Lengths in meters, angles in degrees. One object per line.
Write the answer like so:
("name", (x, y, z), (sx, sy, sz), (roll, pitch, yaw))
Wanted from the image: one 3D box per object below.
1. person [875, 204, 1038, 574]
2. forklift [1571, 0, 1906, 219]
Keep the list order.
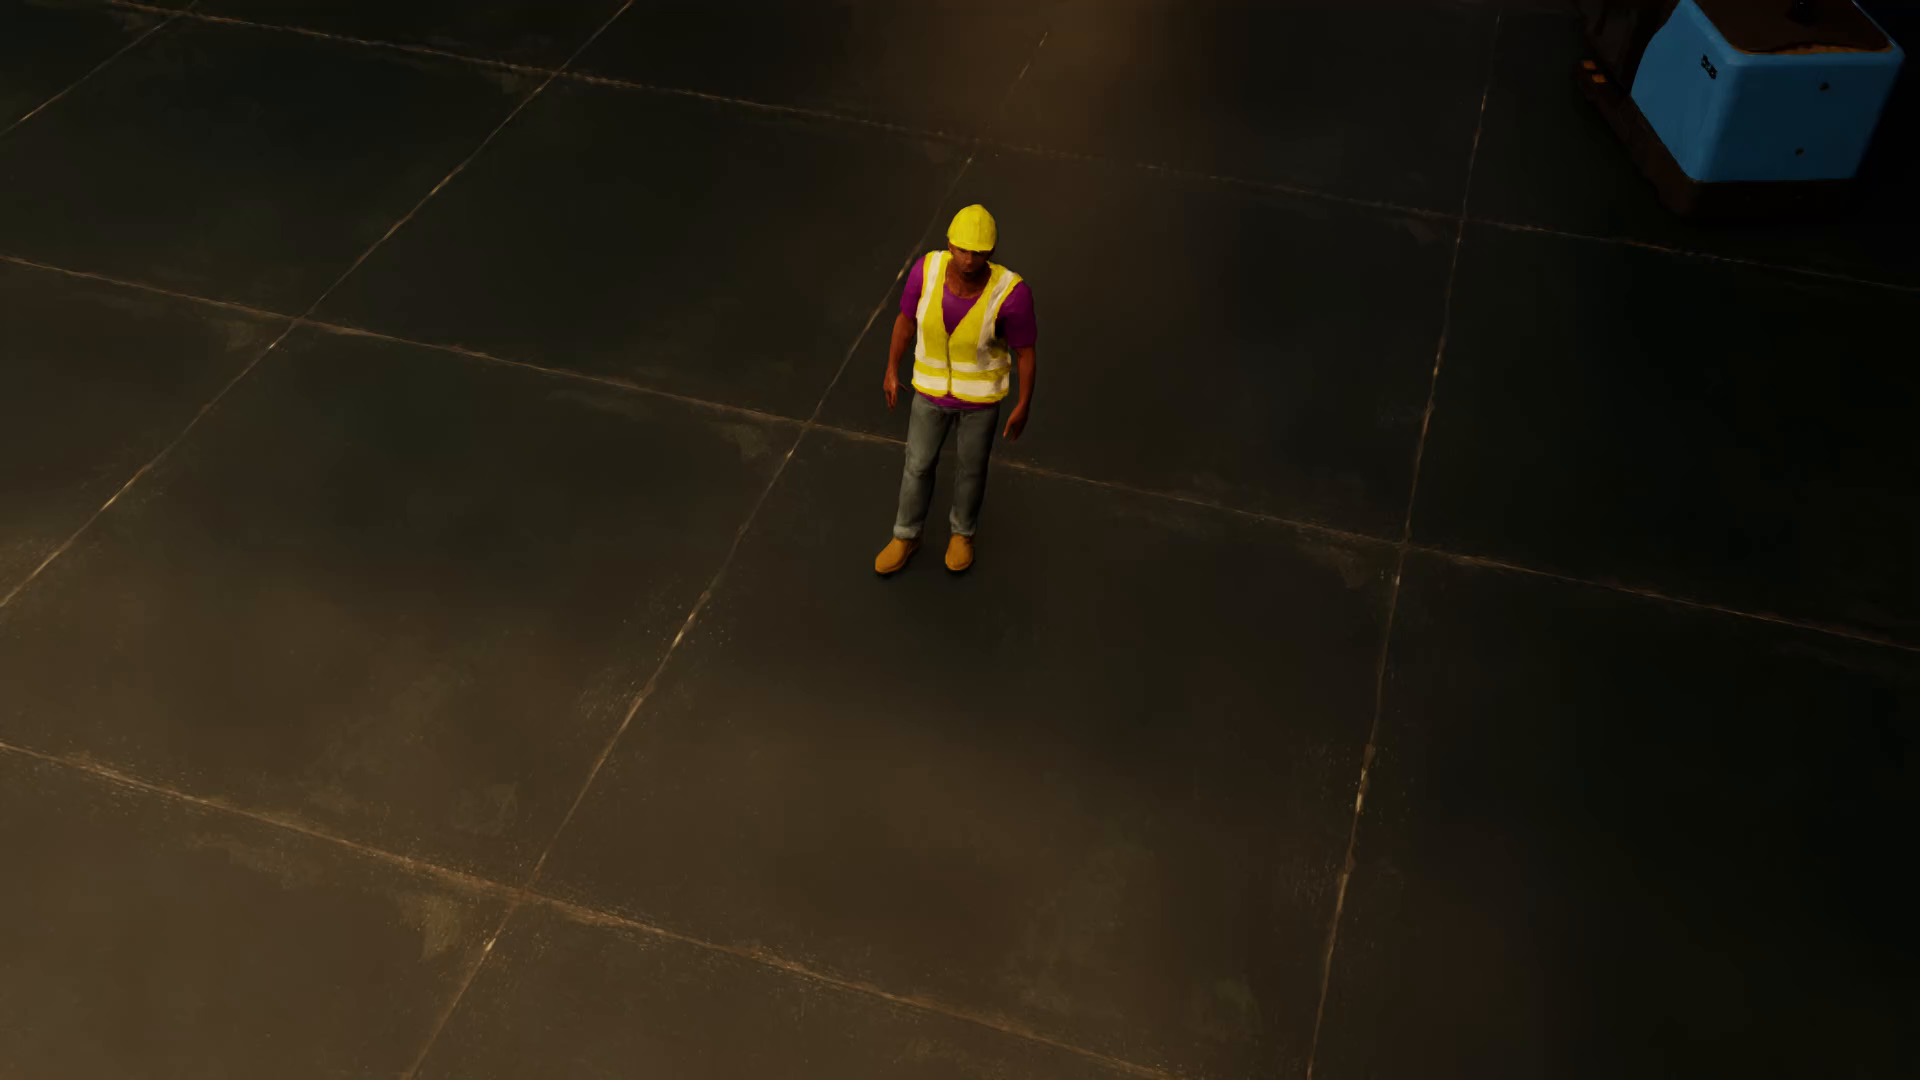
("person", (-0.026, -0.608, 7.187), (0.665, 1.766, 0.576), (12, 44, 13))
("forklift", (4.669, -3.948, 9.933), (1.130, 2.935, 3.031), (-2, 43, -2))
